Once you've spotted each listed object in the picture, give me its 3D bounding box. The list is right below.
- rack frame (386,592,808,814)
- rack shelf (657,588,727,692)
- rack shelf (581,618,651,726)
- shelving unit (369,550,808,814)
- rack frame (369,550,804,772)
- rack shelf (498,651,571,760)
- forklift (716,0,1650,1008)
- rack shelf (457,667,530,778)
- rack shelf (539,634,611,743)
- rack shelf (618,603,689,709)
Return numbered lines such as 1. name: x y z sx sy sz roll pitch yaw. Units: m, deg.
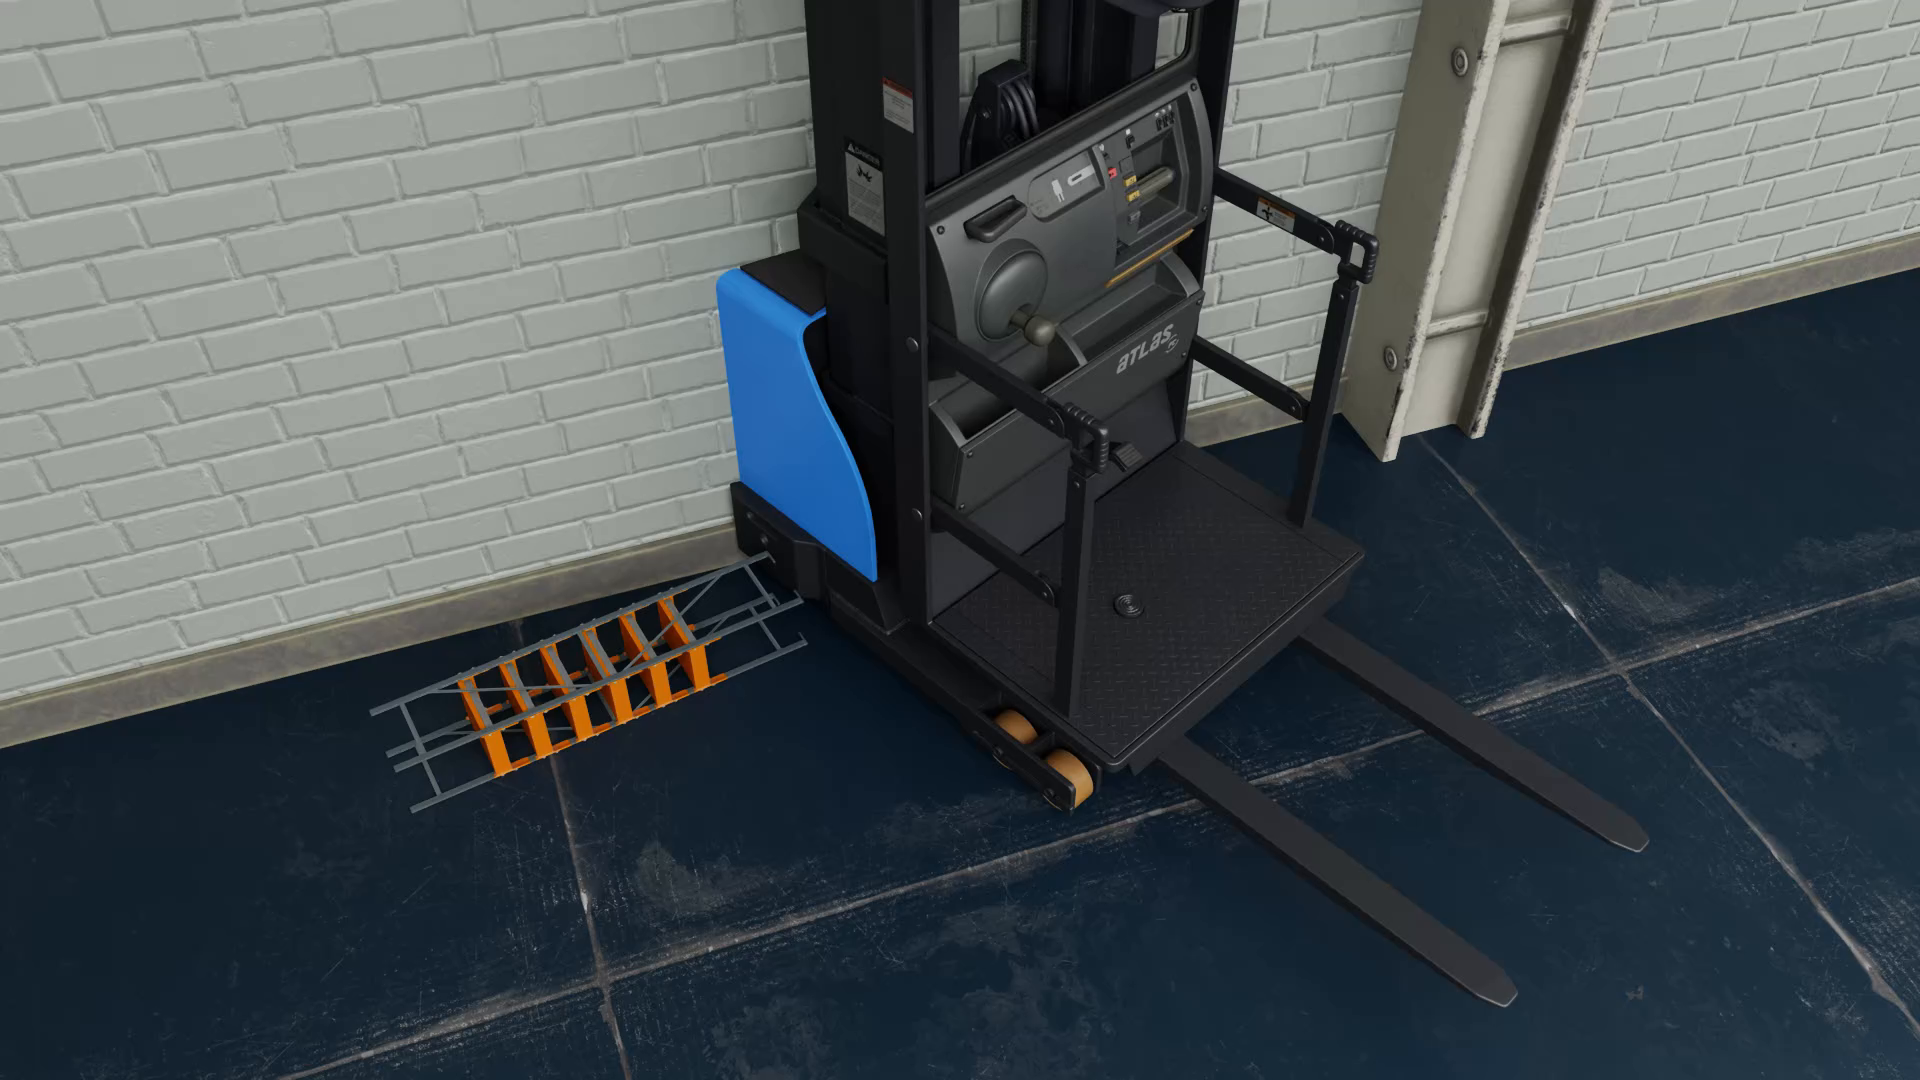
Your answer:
1. rack frame: -1.029 0.451 4.793 1.200 0.006 0.240 -23 49 -21
2. rack shelf: -0.784 0.284 4.831 0.103 0.180 0.258 -23 49 -21
3. rack shelf: -0.991 0.370 4.744 0.103 0.180 0.258 -23 49 -21
4. shelving unit: -1.029 0.386 4.729 1.200 0.189 0.258 -23 49 -21
5. rack frame: -1.029 0.321 4.664 1.200 0.006 0.240 -23 49 -21
6. rack shelf: -1.197 0.456 4.658 0.103 0.180 0.258 -23 49 -21
7. forklift: 0.438 -0.721 3.899 1.130 2.935 3.031 -35 55 -30
8. rack shelf: -1.301 0.500 4.615 0.103 0.180 0.258 -23 49 -21
9. rack shelf: -1.094 0.413 4.701 0.103 0.180 0.258 -23 49 -21
10. rack shelf: -0.887 0.327 4.788 0.103 0.180 0.258 -23 49 -21
